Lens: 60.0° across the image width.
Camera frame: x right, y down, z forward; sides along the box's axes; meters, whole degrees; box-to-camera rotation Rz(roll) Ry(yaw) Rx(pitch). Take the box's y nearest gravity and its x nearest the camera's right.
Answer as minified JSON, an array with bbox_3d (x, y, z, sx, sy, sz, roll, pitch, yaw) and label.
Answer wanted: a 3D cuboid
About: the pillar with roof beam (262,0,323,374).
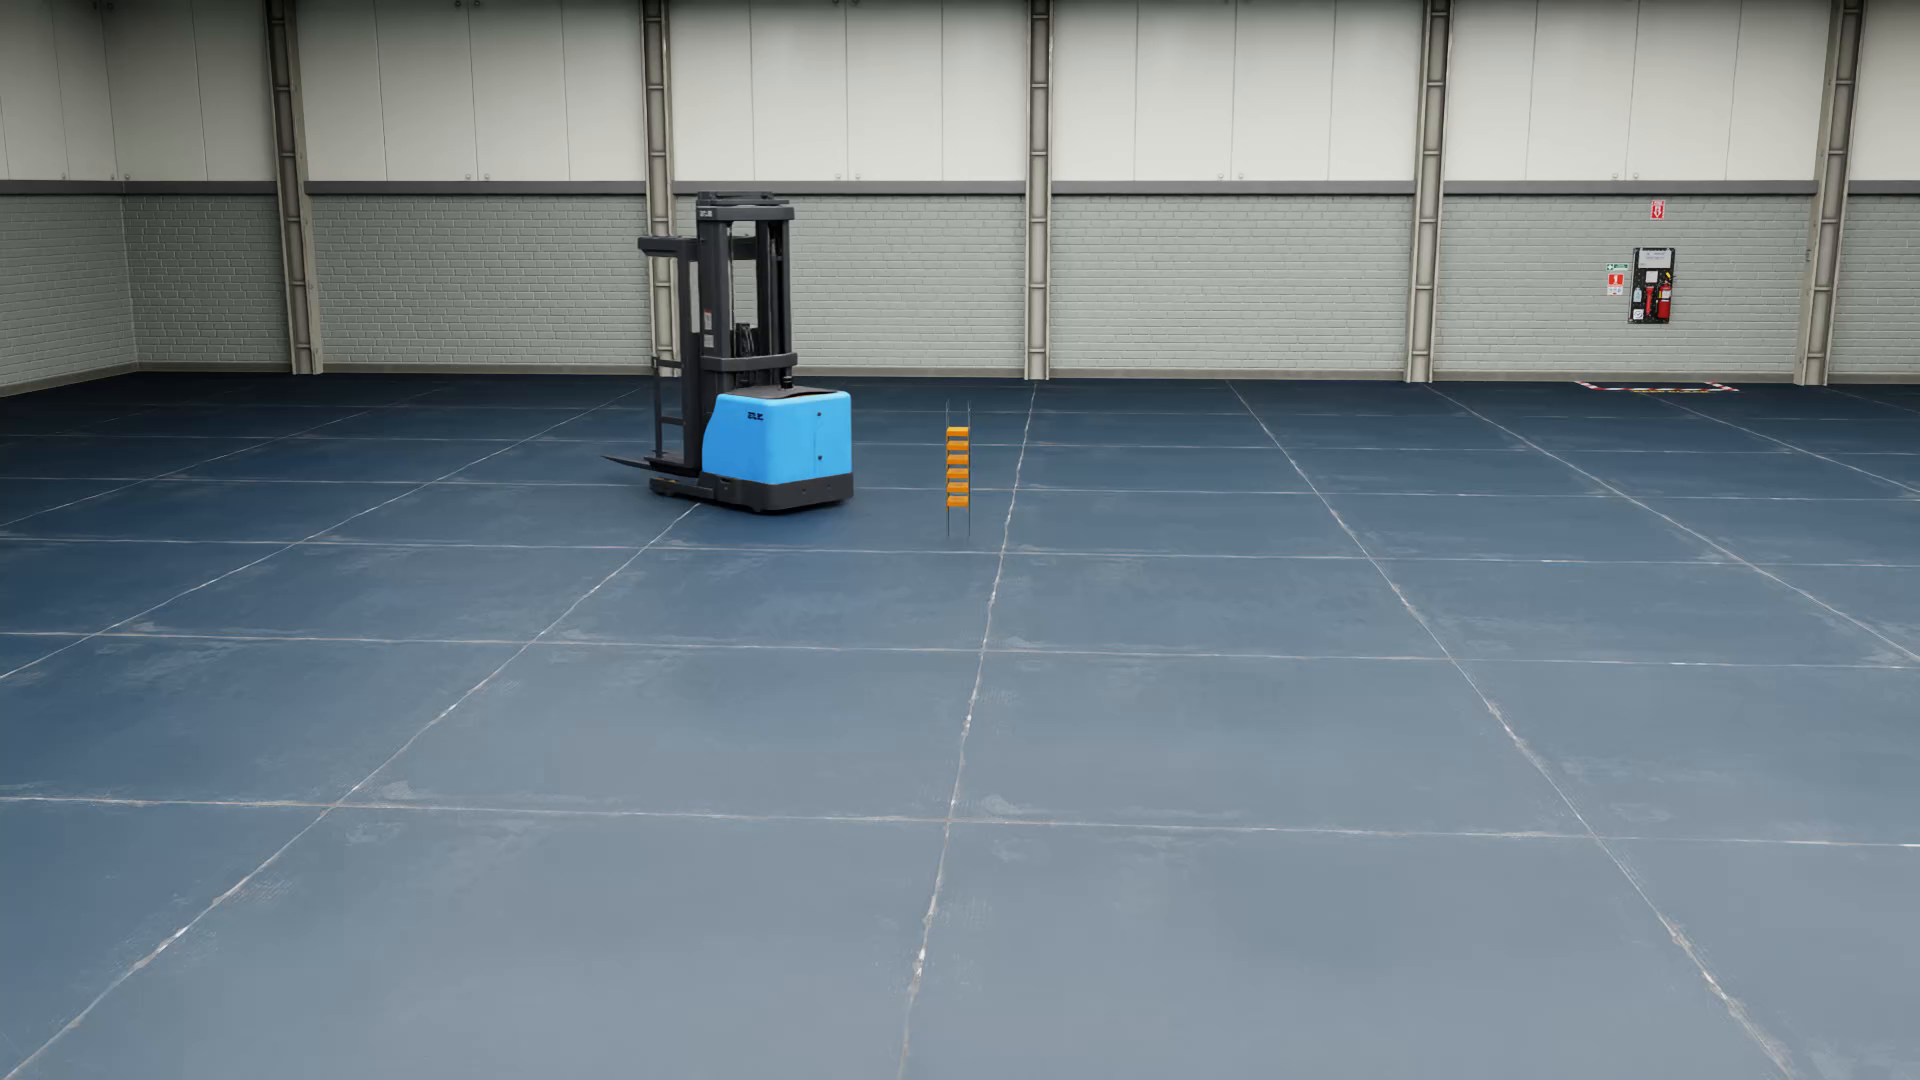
[{"bbox_3d":[-11.030,-6.274,22.285,0.400,9.000,9.100,1,12,4],"label":"pillar with roof beam"}]

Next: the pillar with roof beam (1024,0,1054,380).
[{"bbox_3d":[0.943,-6.110,21.500,0.400,9.000,9.100,1,12,4],"label":"pillar with roof beam"}]

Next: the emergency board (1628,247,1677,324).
[{"bbox_3d":[10.741,-3.931,25.733,0.643,1.169,0.194,1,12,4],"label":"emergency board"}]

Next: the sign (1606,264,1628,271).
[{"bbox_3d":[10.200,-4.234,25.803,0.331,0.109,0.001,1,12,4],"label":"sign"}]

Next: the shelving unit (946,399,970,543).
[{"bbox_3d":[-0.014,-0.587,14.146,0.189,1.200,0.258,1,12,4],"label":"shelving unit"}]

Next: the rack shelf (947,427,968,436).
[{"bbox_3d":[-0.014,-0.896,14.082,0.180,0.103,0.258,1,12,4],"label":"rack shelf"}]

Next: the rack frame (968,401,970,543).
[{"bbox_3d":[0.077,-0.586,14.140,0.006,1.200,0.240,1,12,4],"label":"rack frame"}]

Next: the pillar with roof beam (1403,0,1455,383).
[{"bbox_3d":[6.930,-6.028,21.107,0.400,9.000,9.100,1,12,4],"label":"pillar with roof beam"}]

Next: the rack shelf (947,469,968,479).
[{"bbox_3d":[-0.014,-0.544,14.155,0.180,0.103,0.258,1,12,4],"label":"rack shelf"}]

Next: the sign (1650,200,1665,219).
[{"bbox_3d":[10.739,-5.086,25.593,0.199,0.298,0.001,1,12,4],"label":"sign"}]

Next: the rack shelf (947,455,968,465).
[{"bbox_3d":[-0.014,-0.661,14.131,0.180,0.103,0.258,1,12,4],"label":"rack shelf"}]

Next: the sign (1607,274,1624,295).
[{"bbox_3d":[10.196,-3.977,25.866,0.234,0.329,0.001,1,12,4],"label":"sign"}]

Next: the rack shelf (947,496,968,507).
[{"bbox_3d":[-0.014,-0.309,14.204,0.180,0.103,0.258,1,12,4],"label":"rack shelf"}]

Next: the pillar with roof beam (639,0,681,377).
[{"bbox_3d":[-5.043,-6.192,21.892,0.400,9.000,9.100,1,12,4],"label":"pillar with roof beam"}]

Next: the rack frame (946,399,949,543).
[{"bbox_3d":[-0.106,-0.589,14.152,0.006,1.200,0.240,1,12,4],"label":"rack frame"}]

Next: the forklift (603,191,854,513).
[{"bbox_3d":[-2.421,-1.923,16.301,3.031,2.935,1.130,11,16,43],"label":"forklift"}]

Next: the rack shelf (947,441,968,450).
[{"bbox_3d":[-0.014,-0.779,14.106,0.180,0.103,0.258,1,12,4],"label":"rack shelf"}]

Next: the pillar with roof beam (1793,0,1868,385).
[{"bbox_3d":[12.916,-5.946,20.715,0.400,9.000,9.100,1,12,4],"label":"pillar with roof beam"}]

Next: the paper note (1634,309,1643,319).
[{"bbox_3d":[10.569,-3.516,25.902,0.142,0.148,0.016,1,12,4],"label":"paper note"}]

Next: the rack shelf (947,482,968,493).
[{"bbox_3d":[-0.014,-0.427,14.180,0.180,0.103,0.258,1,12,4],"label":"rack shelf"}]
